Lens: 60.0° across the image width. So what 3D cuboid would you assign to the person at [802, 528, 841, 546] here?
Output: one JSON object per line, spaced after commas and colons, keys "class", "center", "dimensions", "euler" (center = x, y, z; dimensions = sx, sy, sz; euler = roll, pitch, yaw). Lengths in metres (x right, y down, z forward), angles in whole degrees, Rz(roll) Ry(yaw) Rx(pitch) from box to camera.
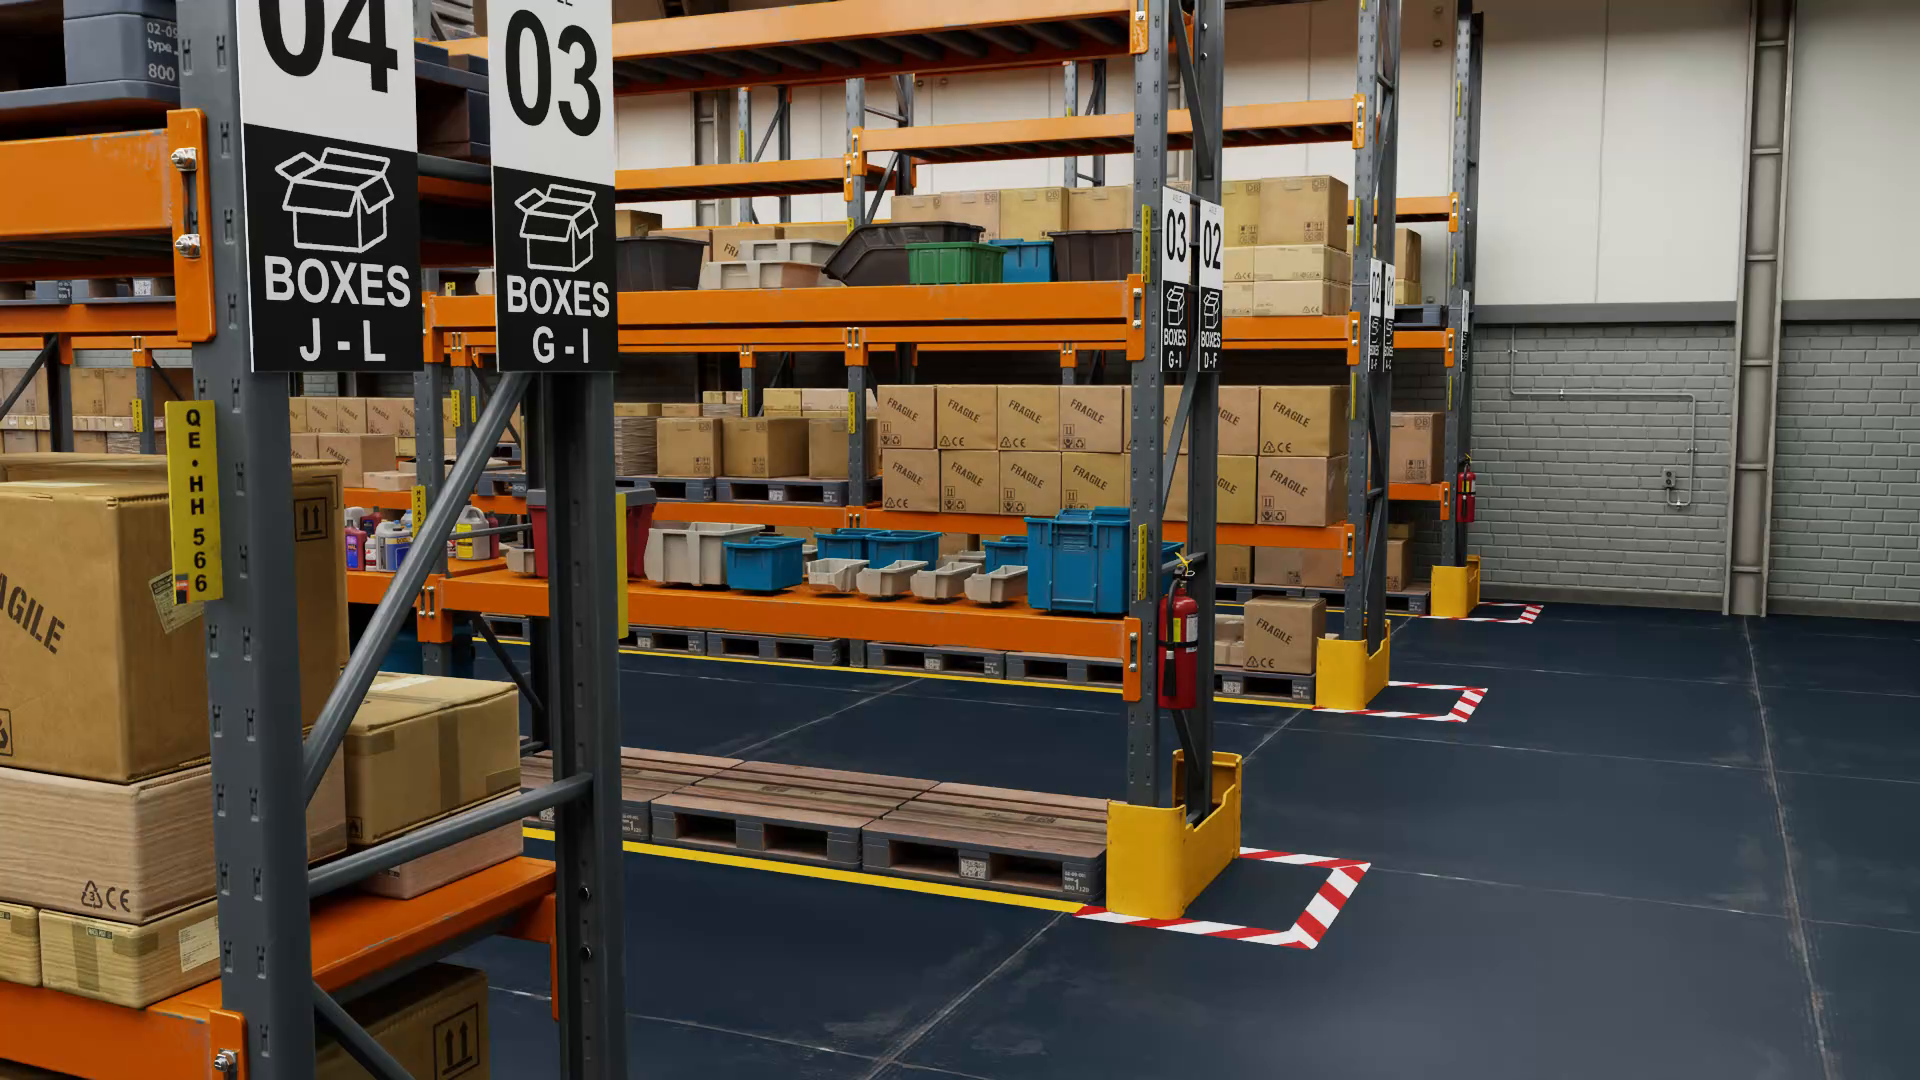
{"class": "person", "center": [-1.158, 0.303, 16.157], "dimensions": [0.868, 0.959, 0.405], "euler": [2, 6, 21]}
